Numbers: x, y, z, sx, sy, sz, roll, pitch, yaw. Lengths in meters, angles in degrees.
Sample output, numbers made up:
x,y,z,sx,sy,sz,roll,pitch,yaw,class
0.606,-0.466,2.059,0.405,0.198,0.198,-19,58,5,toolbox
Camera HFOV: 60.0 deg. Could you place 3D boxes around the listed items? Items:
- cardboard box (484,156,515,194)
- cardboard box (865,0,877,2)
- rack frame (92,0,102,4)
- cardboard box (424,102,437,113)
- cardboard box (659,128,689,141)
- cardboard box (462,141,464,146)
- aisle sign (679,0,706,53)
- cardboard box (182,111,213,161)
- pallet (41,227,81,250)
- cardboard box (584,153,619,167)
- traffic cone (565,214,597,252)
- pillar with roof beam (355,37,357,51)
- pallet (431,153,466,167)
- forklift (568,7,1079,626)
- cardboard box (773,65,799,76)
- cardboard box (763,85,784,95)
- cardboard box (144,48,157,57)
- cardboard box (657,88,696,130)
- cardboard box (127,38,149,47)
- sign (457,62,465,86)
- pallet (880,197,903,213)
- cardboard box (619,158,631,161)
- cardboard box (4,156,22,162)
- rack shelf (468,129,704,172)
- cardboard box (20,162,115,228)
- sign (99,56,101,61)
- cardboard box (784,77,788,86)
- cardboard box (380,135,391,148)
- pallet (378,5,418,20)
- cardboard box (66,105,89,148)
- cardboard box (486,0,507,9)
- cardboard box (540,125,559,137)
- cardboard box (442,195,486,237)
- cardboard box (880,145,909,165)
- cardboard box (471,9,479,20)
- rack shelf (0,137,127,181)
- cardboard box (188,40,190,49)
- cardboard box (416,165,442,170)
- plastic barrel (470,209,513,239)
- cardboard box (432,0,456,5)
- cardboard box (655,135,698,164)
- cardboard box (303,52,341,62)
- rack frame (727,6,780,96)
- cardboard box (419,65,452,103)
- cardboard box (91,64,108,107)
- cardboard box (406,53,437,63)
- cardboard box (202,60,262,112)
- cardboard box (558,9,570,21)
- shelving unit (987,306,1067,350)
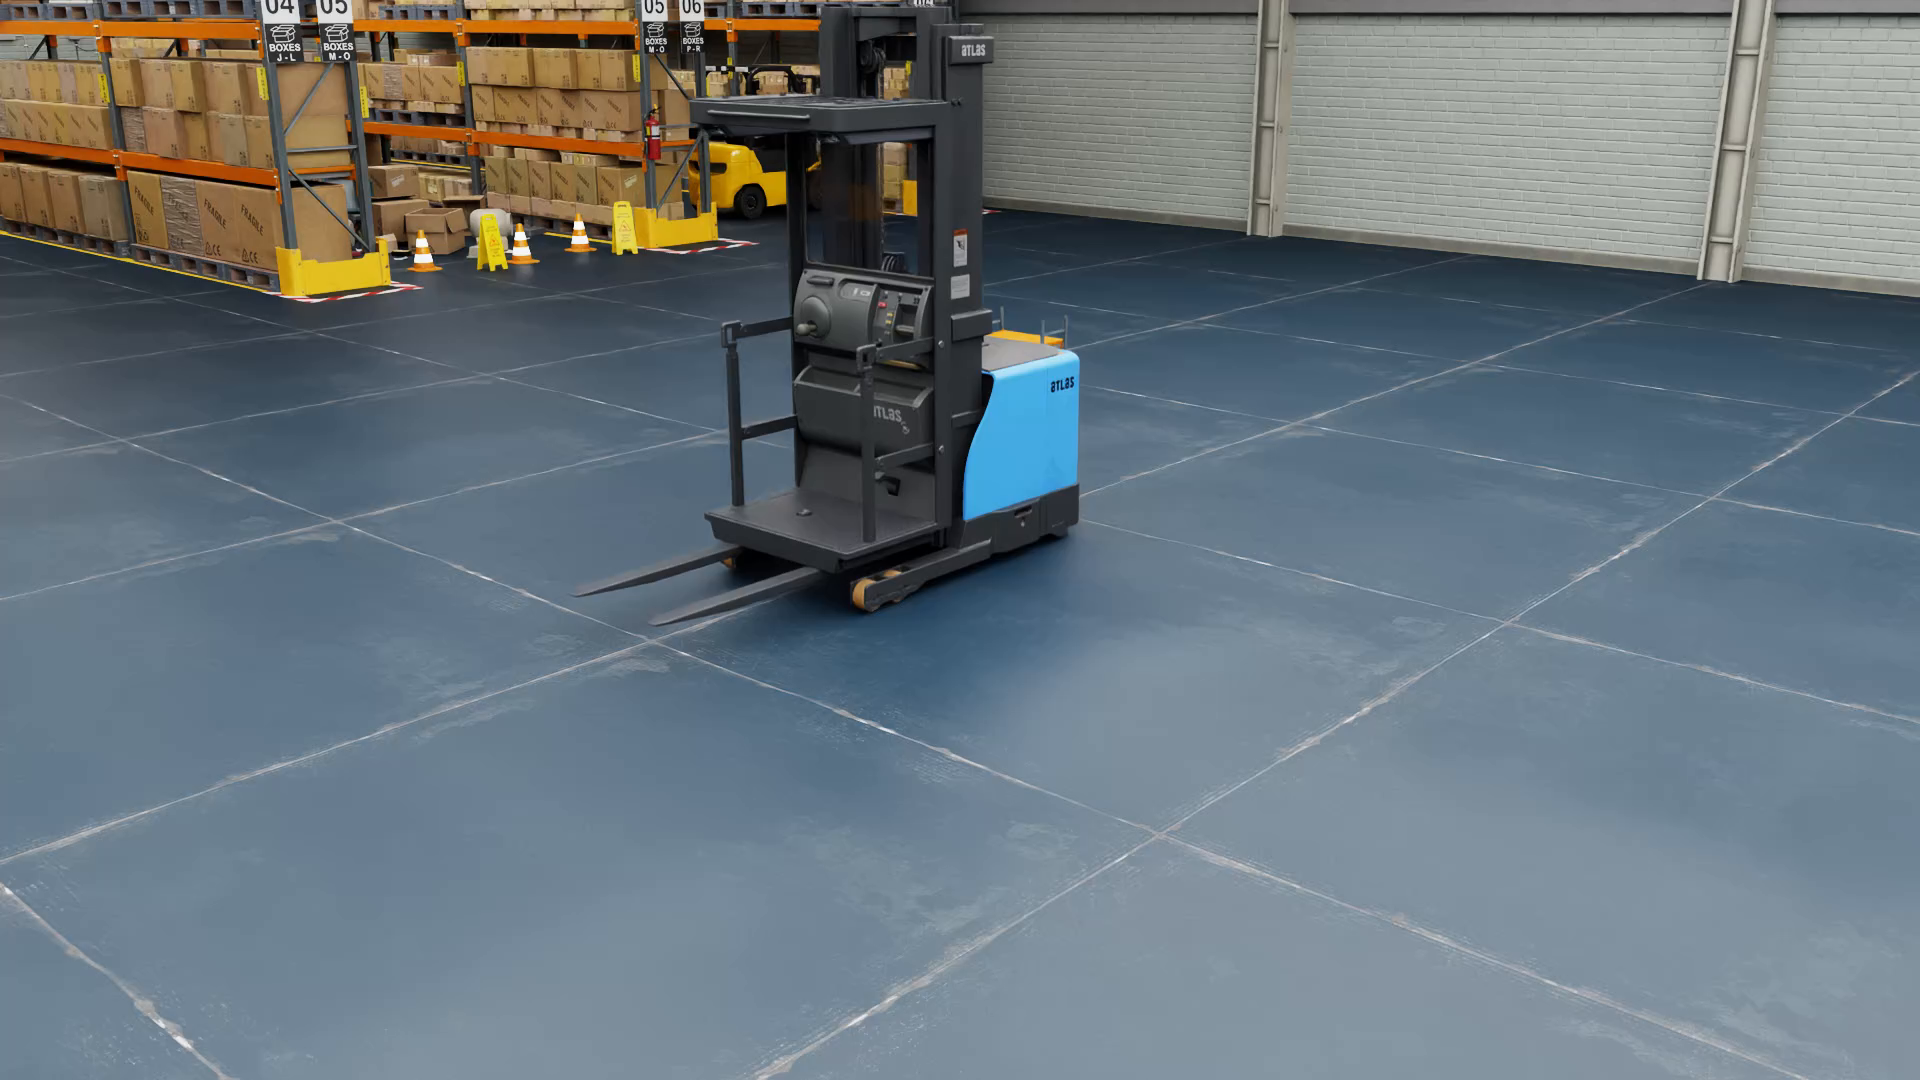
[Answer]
x,y,z,sx,sy,sz,roll,pitch,yaw,class
-6.409,-5.217,23.705,0.500,0.500,0.500,16,24,42,cardboard box
-1.209,-8.126,24.855,0.250,0.149,0.380,14,22,38,cardboard box
-9.881,-7.869,19.531,0.127,3.000,1.000,15,23,39,rack frame
-7.642,-6.372,24.452,0.250,0.149,0.380,15,23,38,cardboard box
-3.796,-5.342,21.901,0.250,0.149,0.380,15,23,39,cardboard box
-9.700,-7.985,33.563,0.500,0.311,0.500,16,24,41,cardboard box
-3.427,-6.644,21.289,0.004,0.787,0.394,15,23,39,aisle sign
-8.382,-4.686,19.170,0.500,0.550,0.875,15,23,39,cardboard box
-11.425,-4.063,22.067,1.213,0.211,1.003,15,23,39,pallet
-4.771,-5.063,22.147,0.250,0.149,0.380,16,24,41,cardboard box
-4.857,-3.932,21.237,0.334,0.463,0.336,15,23,39,traffic cone
-16.631,-12.314,33.536,0.400,9.000,9.100,15,23,39,pillar with roof beam
-9.876,-7.689,33.491,1.213,0.211,1.003,15,23,39,pallet
-0.655,-1.203,8.558,1.130,2.935,3.031,15,23,39,forklift
-2.761,-7.485,26.509,0.250,0.149,0.380,16,23,40,cardboard box
-2.820,-7.072,26.773,0.500,0.500,0.500,16,23,40,cardboard box
-14.322,-8.619,29.993,0.500,0.500,0.500,15,23,39,cardboard box
-3.850,-5.694,21.938,0.500,0.500,0.500,15,23,38,cardboard box
-14.995,-9.095,30.422,0.250,0.149,0.380,14,22,38,cardboard box
-7.037,-6.576,23.458,0.005,0.325,0.100,15,23,39,sign
-0.987,-5.286,25.917,1.213,0.211,1.003,15,23,39,pallet
-4.881,-5.030,23.113,0.500,0.500,0.500,16,23,40,cardboard box
-13.559,-5.257,23.416,0.500,0.250,0.500,14,23,38,cardboard box
-5.175,-5.406,22.875,4.000,0.370,1.077,15,23,39,rack shelf
-11.821,-4.623,22.246,0.750,0.750,1.050,15,23,40,cardboard box
-16.020,-8.885,31.089,0.005,0.325,0.100,15,23,39,sign
-2.577,-7.290,26.386,0.250,0.149,0.380,15,23,39,cardboard box
-11.960,-8.549,35.024,0.637,0.503,0.797,14,22,37,cardboard box
-7.840,-7.846,24.726,1.003,0.211,1.213,15,23,39,pallet
-10.827,-5.203,20.883,0.500,0.500,0.500,15,23,39,cardboard box
-6.132,-7.398,22.762,0.500,0.250,0.500,15,23,39,cardboard box
-5.491,-5.591,22.686,0.250,0.149,0.380,15,23,39,cardboard box
-6.773,-4.437,22.761,0.500,0.500,0.500,-3,18,-8,cardboard box
-0.939,-5.859,25.312,0.500,0.250,0.500,16,24,41,cardboard box
-6.600,-7.341,23.240,0.250,0.149,0.380,15,23,38,cardboard box
-11.377,-5.068,21.813,4.000,0.370,1.077,15,23,39,rack shelf
-13.402,-8.709,29.205,0.250,0.149,0.380,15,23,39,cardboard box
-8.690,-5.639,26.070,0.625,0.372,0.950,14,23,38,cardboard box
-6.229,-4.191,22.118,0.512,0.421,0.421,-3,18,-8,plastic barrel
-7.204,-7.793,23.803,0.500,0.250,0.500,14,23,38,cardboard box
-4.916,-6.752,29.161,0.625,0.625,0.875,14,22,37,cardboard box
-10.223,-7.522,26.536,0.500,0.500,0.500,14,23,38,cardboard box
-3.379,-7.274,27.572,0.127,3.000,1.000,15,23,39,rack frame
-7.541,-6.680,24.349,0.500,0.500,0.500,15,23,40,cardboard box
-10.257,-5.632,20.582,0.500,0.500,0.700,15,23,38,cardboard box
-8.252,-7.387,25.506,0.250,0.149,0.380,14,22,37,cardboard box
-7.943,-5.109,18.718,0.550,0.550,0.875,15,23,39,cardboard box
-5.071,-6.929,21.941,0.250,0.149,0.380,14,22,38,cardboard box
0.366,-0.775,10.069,0.503,1.200,0.258,15,23,38,shelving unit
